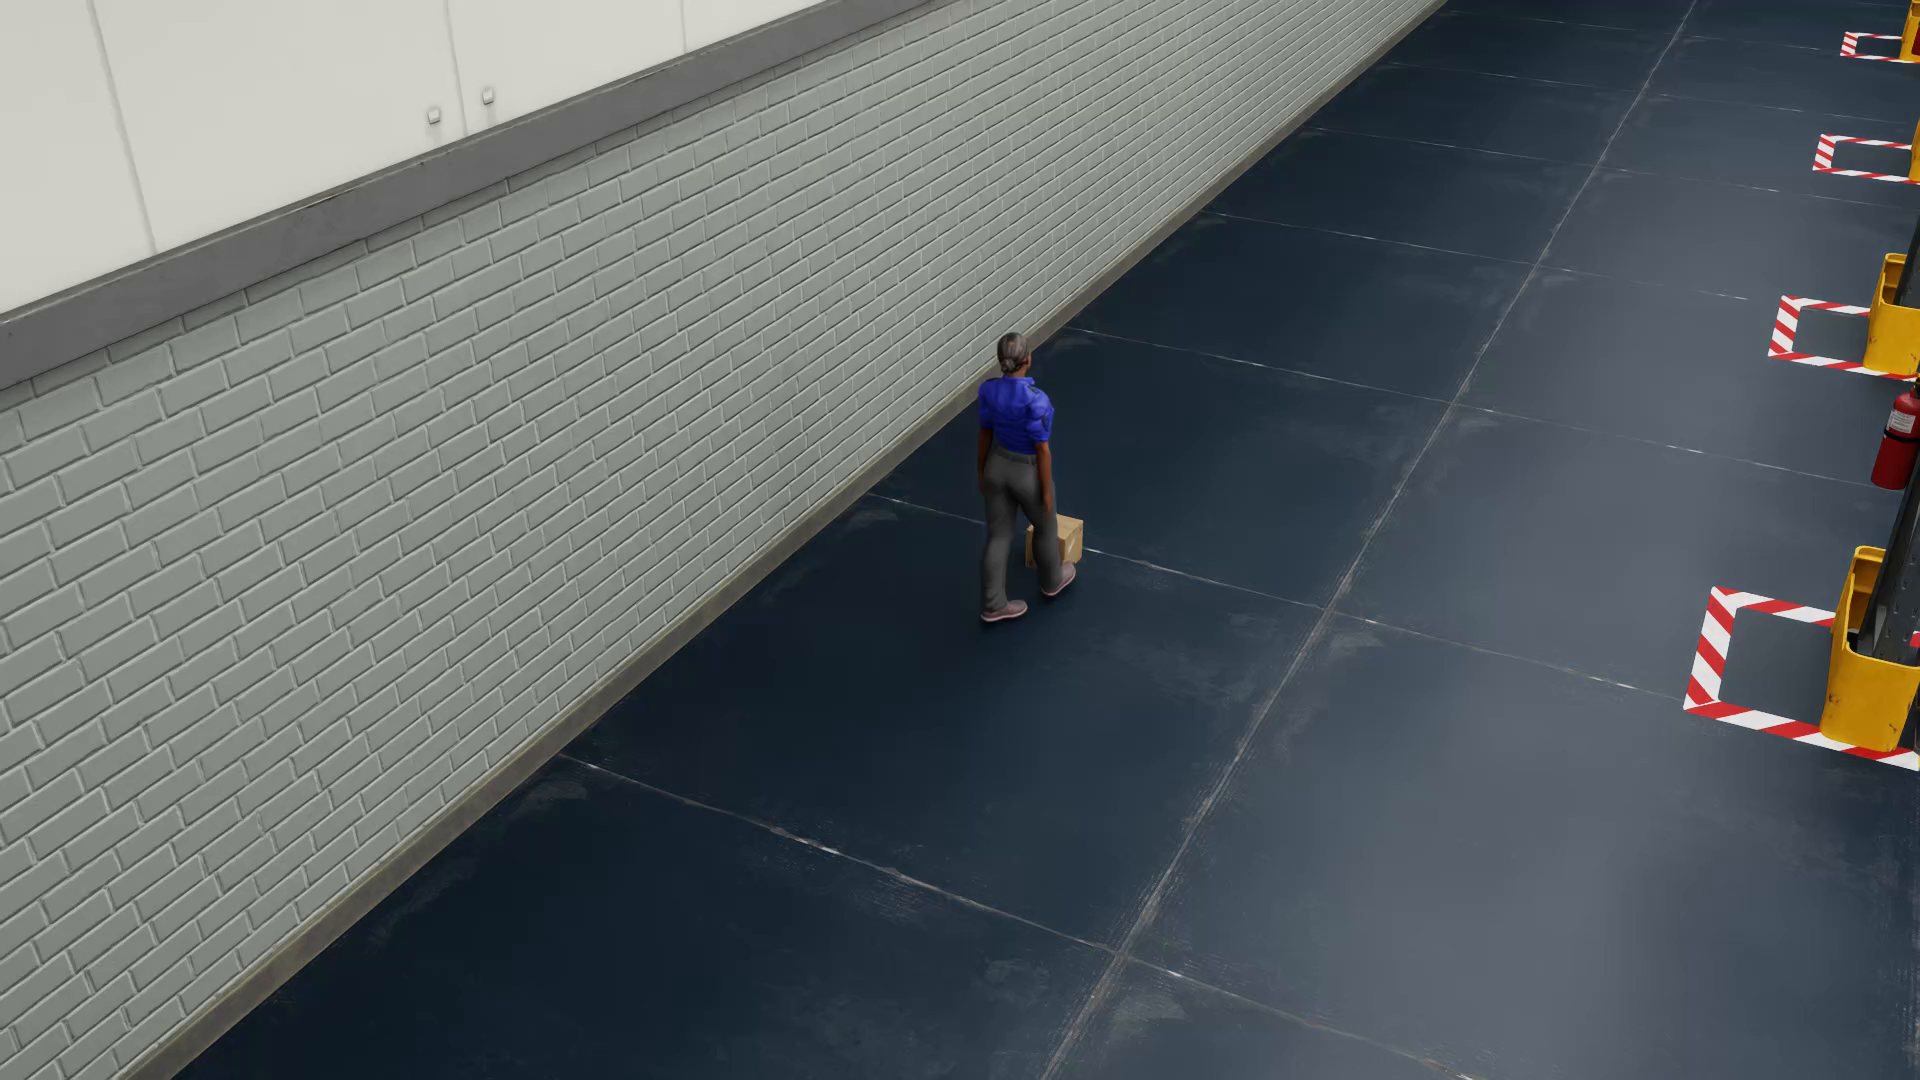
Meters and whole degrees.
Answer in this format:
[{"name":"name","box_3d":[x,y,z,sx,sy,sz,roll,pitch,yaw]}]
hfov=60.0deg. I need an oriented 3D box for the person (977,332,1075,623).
[{"name":"person","box_3d":[0.368,-0.379,8.936,0.471,1.640,0.713,19,35,29]}]
